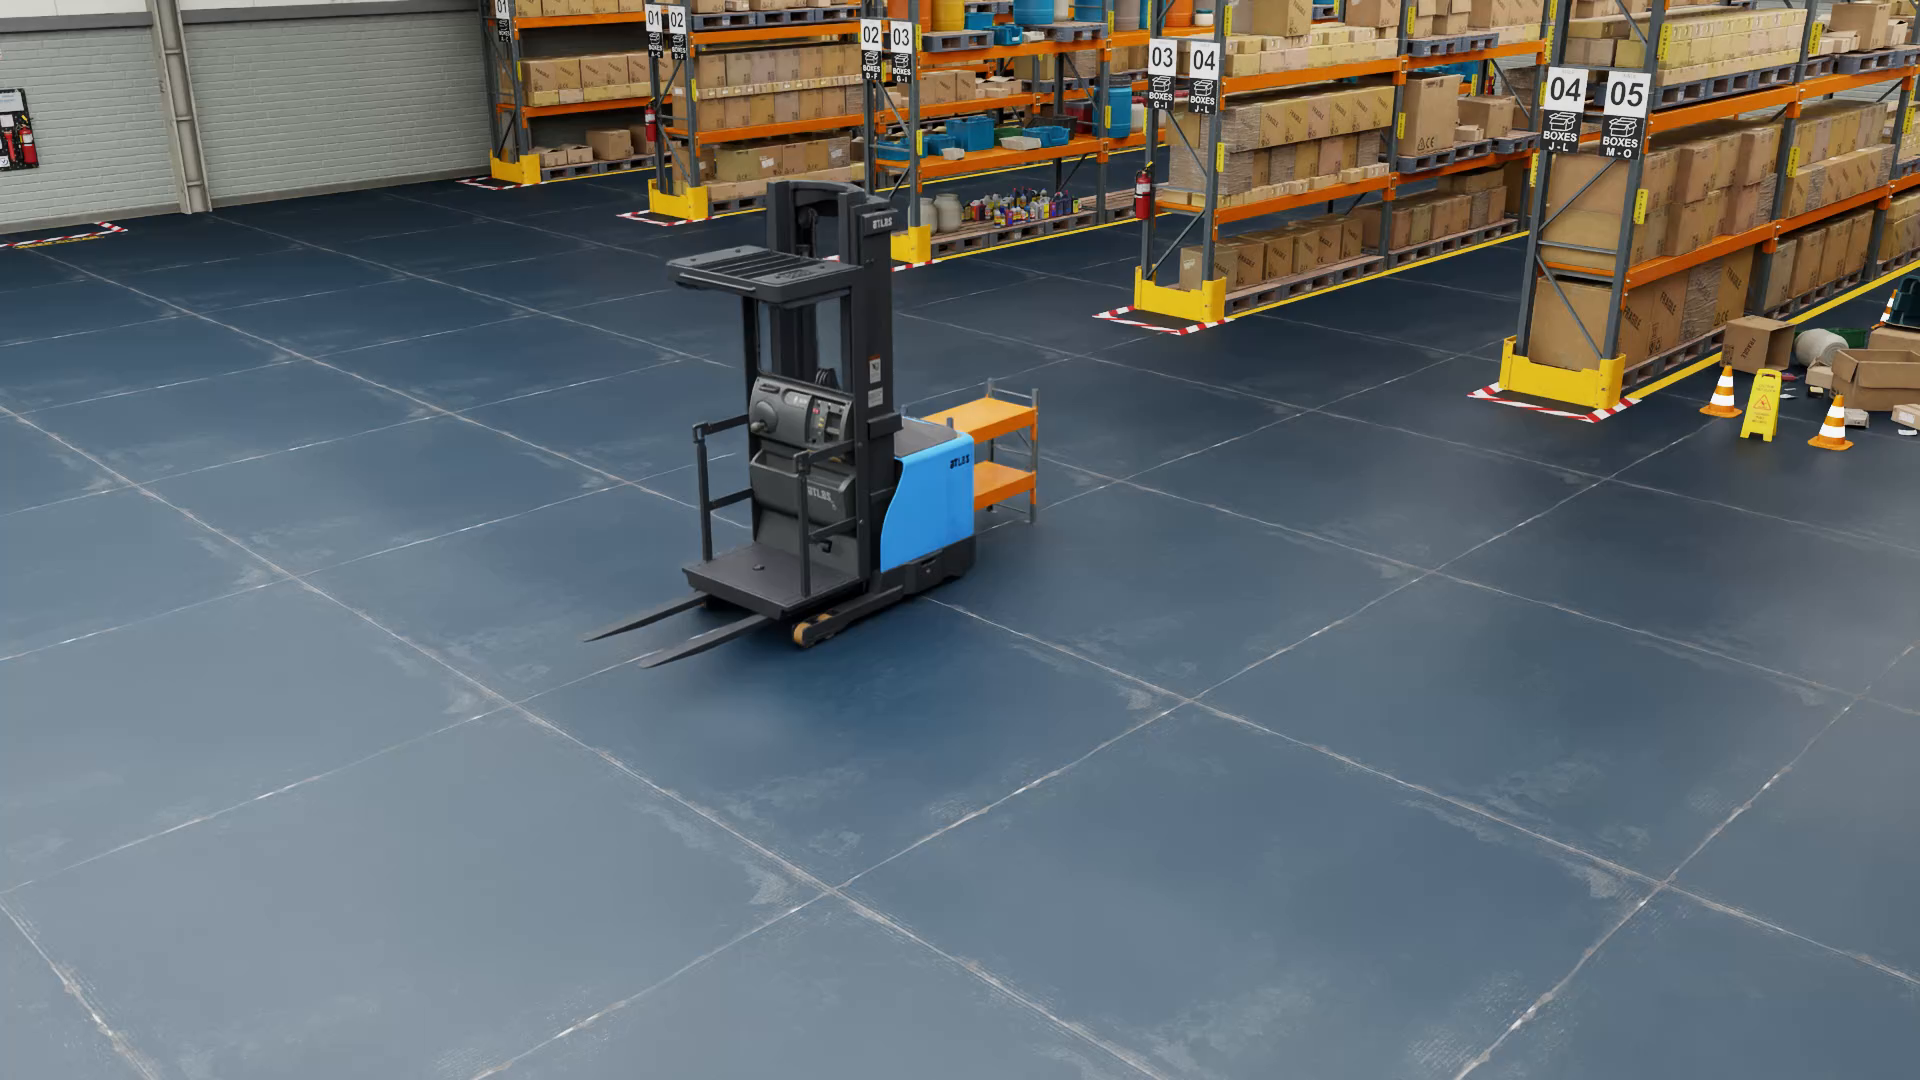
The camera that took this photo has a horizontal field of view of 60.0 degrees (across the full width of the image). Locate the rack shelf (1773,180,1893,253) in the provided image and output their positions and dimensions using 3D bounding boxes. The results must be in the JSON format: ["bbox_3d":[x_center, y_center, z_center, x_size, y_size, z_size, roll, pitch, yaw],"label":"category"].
[{"bbox_3d":[10.277,-4.083,20.520,1.077,0.370,4.000,19,28,41],"label":"rack shelf"}]

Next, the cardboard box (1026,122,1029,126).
[{"bbox_3d":[1.617,-7.765,31.967,0.500,0.500,0.500,-19,28,-40],"label":"cardboard box"}]

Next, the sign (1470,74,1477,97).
[{"bbox_3d":[7.789,-6.879,25.177,0.100,0.325,0.005,19,28,41],"label":"sign"}]

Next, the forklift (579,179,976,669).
[{"bbox_3d":[-1.229,-0.850,11.200,1.130,2.935,3.031,17,27,38],"label":"forklift"}]

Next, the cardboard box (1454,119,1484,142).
[{"bbox_3d":[7.220,-5.838,23.684,0.396,0.266,0.258,18,28,39],"label":"cardboard box"}]

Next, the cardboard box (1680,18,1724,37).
[{"bbox_3d":[7.262,-5.042,16.344,0.380,0.149,0.250,19,28,40],"label":"cardboard box"}]

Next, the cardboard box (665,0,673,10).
[{"bbox_3d":[-5.425,-10.155,30.967,0.500,0.500,0.500,-19,28,-41],"label":"cardboard box"}]

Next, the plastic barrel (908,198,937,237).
[{"bbox_3d":[-0.536,-4.607,23.762,0.421,0.512,0.421,0,21,0],"label":"plastic barrel"}]

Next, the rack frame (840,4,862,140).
[{"bbox_3d":[-2.458,-9.920,34.702,1.000,3.000,0.127,19,28,41],"label":"rack frame"}]

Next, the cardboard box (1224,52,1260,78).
[{"bbox_3d":[3.130,-5.533,19.318,0.500,0.250,0.500,-19,28,-40],"label":"cardboard box"}]

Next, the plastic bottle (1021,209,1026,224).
[{"bbox_3d":[0.926,-4.810,24.696,0.097,0.201,0.097,0,21,0],"label":"plastic bottle"}]

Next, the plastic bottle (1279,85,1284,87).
[{"bbox_3d":[5.777,-8.034,29.865,0.144,0.351,0.185,19,28,41],"label":"plastic bottle"}]

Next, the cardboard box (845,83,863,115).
[{"bbox_3d":[-2.001,-7.584,28.485,0.700,0.500,0.500,18,28,39],"label":"cardboard box"}]

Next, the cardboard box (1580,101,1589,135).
[{"bbox_3d":[9.436,-6.570,25.847,0.500,0.500,0.500,19,28,40],"label":"cardboard box"}]

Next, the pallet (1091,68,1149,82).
[{"bbox_3d":[3.249,-9.441,33.725,1.003,0.211,1.213,19,28,41],"label":"pallet"}]

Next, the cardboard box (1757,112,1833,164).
[{"bbox_3d":[9.934,-4.810,19.875,0.700,0.500,0.500,20,28,41],"label":"cardboard box"}]

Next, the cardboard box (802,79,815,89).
[{"bbox_3d":[-2.619,-7.553,27.500,0.250,0.149,0.380,-19,28,-41],"label":"cardboard box"}]

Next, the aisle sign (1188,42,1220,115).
[{"bbox_3d":[2.780,-5.267,18.972,0.394,0.787,0.004,19,28,41],"label":"aisle sign"}]

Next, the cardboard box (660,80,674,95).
[{"bbox_3d":[-5.715,-8.507,31.208,0.500,0.250,0.500,19,28,41],"label":"cardboard box"}]

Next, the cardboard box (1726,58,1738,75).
[{"bbox_3d":[7.618,-4.800,16.827,0.380,0.149,0.250,20,28,41],"label":"cardboard box"}]

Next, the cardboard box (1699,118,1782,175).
[{"bbox_3d":[8.600,-4.393,18.608,0.875,0.550,0.550,19,28,41],"label":"cardboard box"}]

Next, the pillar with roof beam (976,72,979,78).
[{"bbox_3d":[3.286,-13.067,34.529,9.100,9.000,0.400,19,28,41],"label":"pillar with roof beam"}]

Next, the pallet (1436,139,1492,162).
[{"bbox_3d":[6.838,-5.592,23.710,1.003,0.211,1.213,19,28,41],"label":"pallet"}]

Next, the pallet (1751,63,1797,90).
[{"bbox_3d":[8.304,-5.056,17.991,1.003,0.211,1.213,19,28,41],"label":"pallet"}]

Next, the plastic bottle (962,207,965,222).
[{"bbox_3d":[0.027,-4.865,24.838,0.097,0.201,0.097,0,21,0],"label":"plastic bottle"}]

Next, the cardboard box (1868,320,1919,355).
[{"bbox_3d":[9.767,-1.890,17.100,0.797,0.637,0.503,19,28,41],"label":"cardboard box"}]

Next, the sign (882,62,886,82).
[{"bbox_3d":[-1.297,-7.955,28.274,0.100,0.325,0.005,19,28,41],"label":"sign"}]

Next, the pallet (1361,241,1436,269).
[{"bbox_3d":[5.941,-4.071,23.373,1.003,0.211,1.213,19,28,41],"label":"pallet"}]

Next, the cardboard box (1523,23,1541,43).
[{"bbox_3d":[8.033,-7.347,24.037,0.500,0.250,0.500,19,28,41],"label":"cardboard box"}]

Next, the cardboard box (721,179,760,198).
[{"bbox_3d":[-3.607,-5.749,27.097,0.500,0.250,0.500,19,28,41],"label":"cardboard box"}]

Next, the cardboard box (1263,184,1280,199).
[{"bbox_3d":[3.690,-4.292,20.411,0.380,0.149,0.250,19,28,41],"label":"cardboard box"}]

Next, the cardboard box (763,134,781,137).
[{"bbox_3d":[-4.037,-8.390,33.593,0.700,0.500,0.500,20,28,41],"label":"cardboard box"}]

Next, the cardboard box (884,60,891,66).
[{"bbox_3d":[-1.563,-10.308,35.130,0.500,0.500,0.500,-19,28,-40],"label":"cardboard box"}]

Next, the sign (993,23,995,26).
[{"bbox_3d":[0.728,-11.318,36.837,0.100,0.325,0.005,19,28,41],"label":"sign"}]

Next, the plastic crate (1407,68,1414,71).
[{"bbox_3d":[8.234,-8.693,31.338,0.402,0.464,0.583,19,28,41],"label":"plastic crate"}]

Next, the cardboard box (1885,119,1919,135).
[{"bbox_3d":[12.494,-5.492,22.117,0.380,0.149,0.250,19,28,40],"label":"cardboard box"}]

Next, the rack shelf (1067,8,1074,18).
[{"bbox_3d":[2.489,-10.259,32.407,1.077,0.370,4.000,19,28,41],"label":"rack shelf"}]

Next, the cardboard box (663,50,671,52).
[{"bbox_3d":[-5.356,-8.982,31.398,0.500,0.500,0.500,19,28,41],"label":"cardboard box"}]

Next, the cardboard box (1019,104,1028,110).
[{"bbox_3d":[1.281,-10.272,38.518,0.700,0.500,0.500,19,28,40],"label":"cardboard box"}]

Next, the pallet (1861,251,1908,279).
[{"bbox_3d":[12.219,-3.832,22.750,1.003,0.211,1.213,19,28,41],"label":"pallet"}]

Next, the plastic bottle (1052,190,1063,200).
[{"bbox_3d":[1.504,-5.179,25.448,0.144,0.351,0.185,19,28,41],"label":"plastic bottle"}]

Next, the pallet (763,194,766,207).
[{"bbox_3d":[-3.132,-5.842,27.980,1.003,0.211,1.213,19,28,41],"label":"pallet"}]

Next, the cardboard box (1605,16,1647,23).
[{"bbox_3d":[6.617,-5.143,16.607,0.250,0.149,0.380,-20,28,-41],"label":"cardboard box"}]

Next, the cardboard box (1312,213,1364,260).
[{"bbox_3d":[5.091,-4.109,22.482,0.500,0.500,0.500,18,28,39],"label":"cardboard box"}]

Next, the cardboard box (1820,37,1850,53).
[{"bbox_3d":[10.046,-5.726,19.235,0.380,0.149,0.250,19,28,41],"label":"cardboard box"}]

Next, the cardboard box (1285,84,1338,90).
[{"bbox_3d":[4.555,-5.644,21.629,0.500,0.500,0.500,19,28,41],"label":"cardboard box"}]

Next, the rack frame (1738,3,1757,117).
[{"bbox_3d":[13.770,-8.257,30.376,1.000,3.000,0.127,19,28,41],"label":"rack frame"}]

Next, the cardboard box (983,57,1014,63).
[{"bbox_3d":[0.723,-11.223,37.676,0.700,0.700,0.980,-20,28,-41],"label":"cardboard box"}]

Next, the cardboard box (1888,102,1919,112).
[{"bbox_3d":[13.669,-6.259,24.112,0.250,0.149,0.380,-19,28,-41],"label":"cardboard box"}]

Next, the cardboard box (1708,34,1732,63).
[{"bbox_3d":[7.317,-4.909,16.554,0.500,0.250,0.500,19,28,40],"label":"cardboard box"}]

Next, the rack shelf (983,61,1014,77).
[{"bbox_3d":[1.728,-11.126,38.844,1.077,0.370,4.000,19,28,41],"label":"rack shelf"}]

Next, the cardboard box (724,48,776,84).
[{"bbox_3d":[-3.401,-7.673,26.910,0.700,0.500,0.500,19,28,41],"label":"cardboard box"}]

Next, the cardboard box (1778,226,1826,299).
[{"bbox_3d":[9.926,-3.480,20.498,1.050,0.750,0.750,19,28,41],"label":"cardboard box"}]

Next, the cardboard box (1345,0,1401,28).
[{"bbox_3d":[5.268,-6.812,21.185,0.500,0.500,0.500,18,28,39],"label":"cardboard box"}]

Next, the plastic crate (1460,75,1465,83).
[{"bbox_3d":[9.782,-9.147,32.975,0.396,0.136,0.243,19,28,41],"label":"plastic crate"}]

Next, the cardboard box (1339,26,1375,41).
[{"bbox_3d":[5.014,-6.401,21.019,0.380,0.149,0.250,18,27,38],"label":"cardboard box"}]

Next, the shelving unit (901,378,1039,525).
[{"bbox_3d":[0.086,-0.573,12.997,0.538,1.125,1.048,17,27,38],"label":"shelving unit"}]
